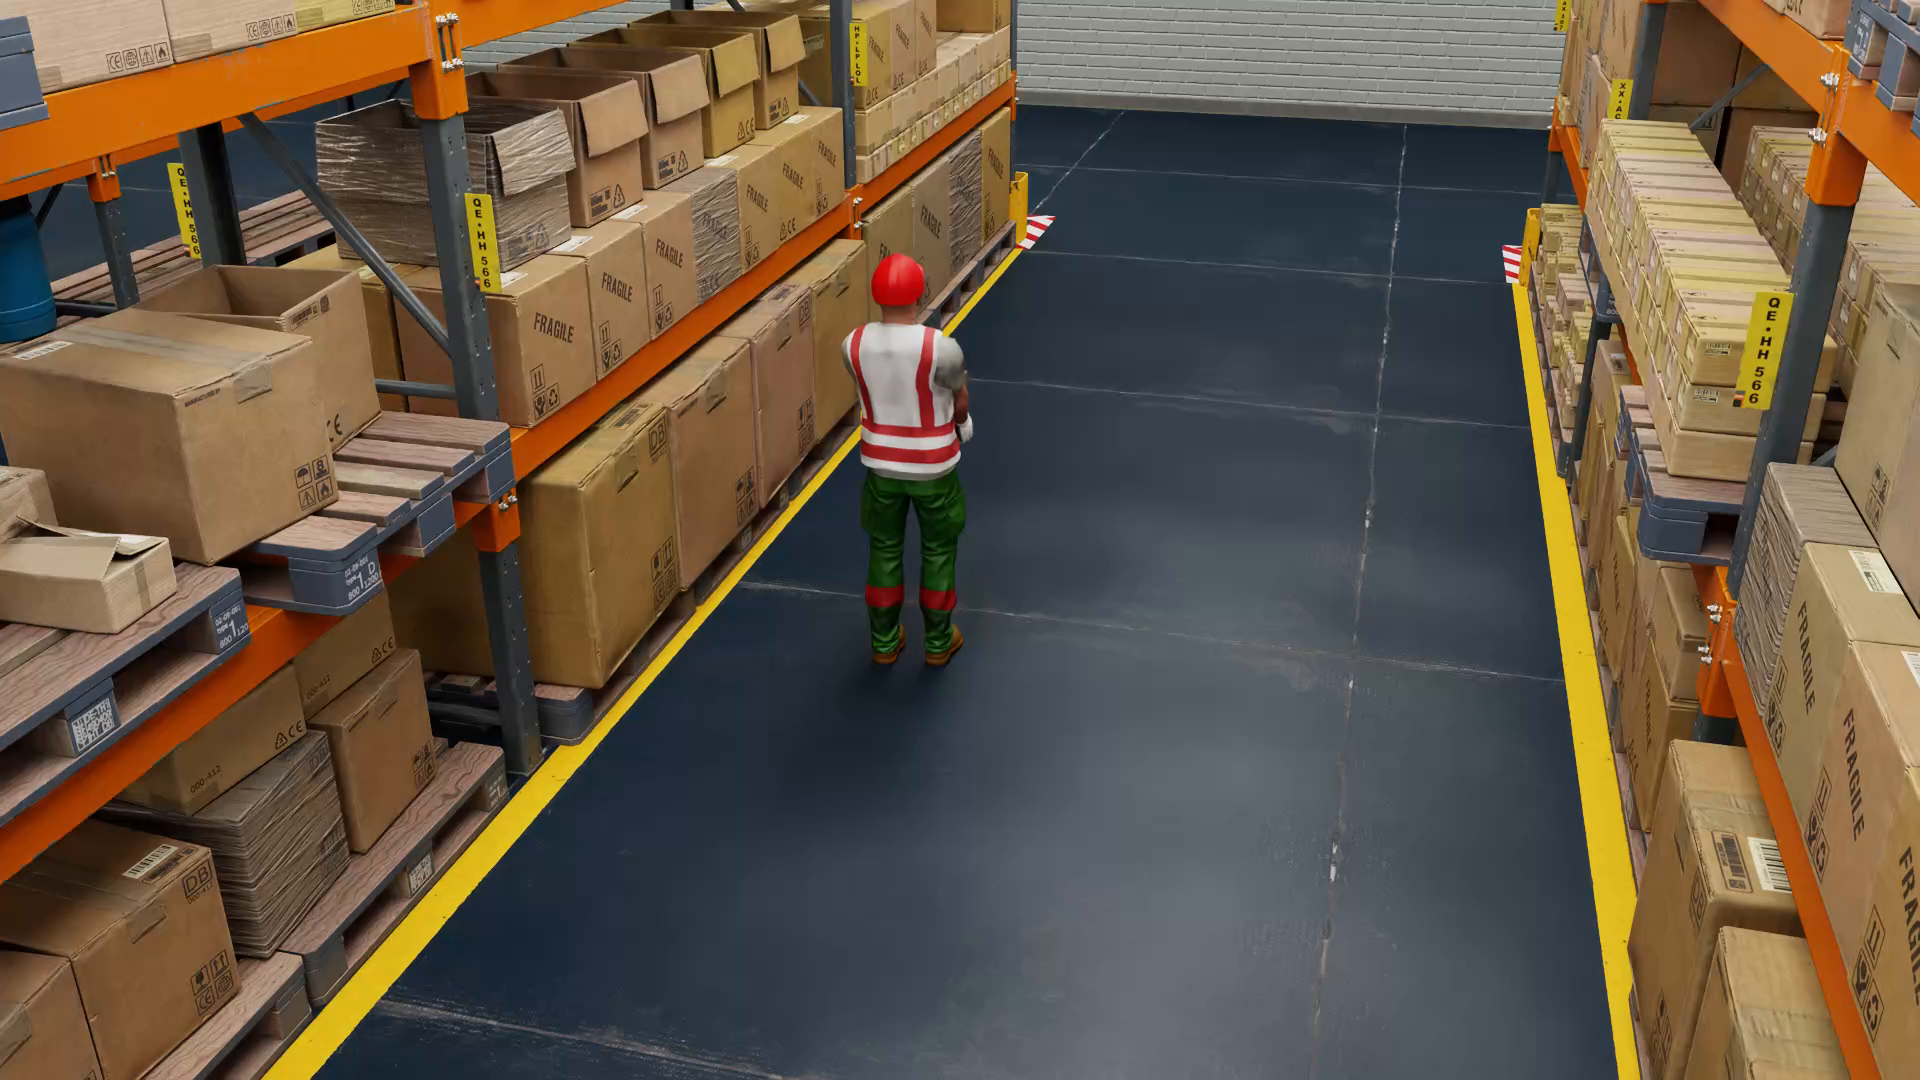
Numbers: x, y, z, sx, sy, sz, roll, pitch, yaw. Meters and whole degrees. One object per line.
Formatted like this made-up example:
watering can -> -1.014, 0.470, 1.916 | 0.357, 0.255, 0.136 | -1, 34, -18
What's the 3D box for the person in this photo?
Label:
person -> -0.187, -0.345, 6.824 | 0.494, 1.782, 0.570 | 7, 26, 14
